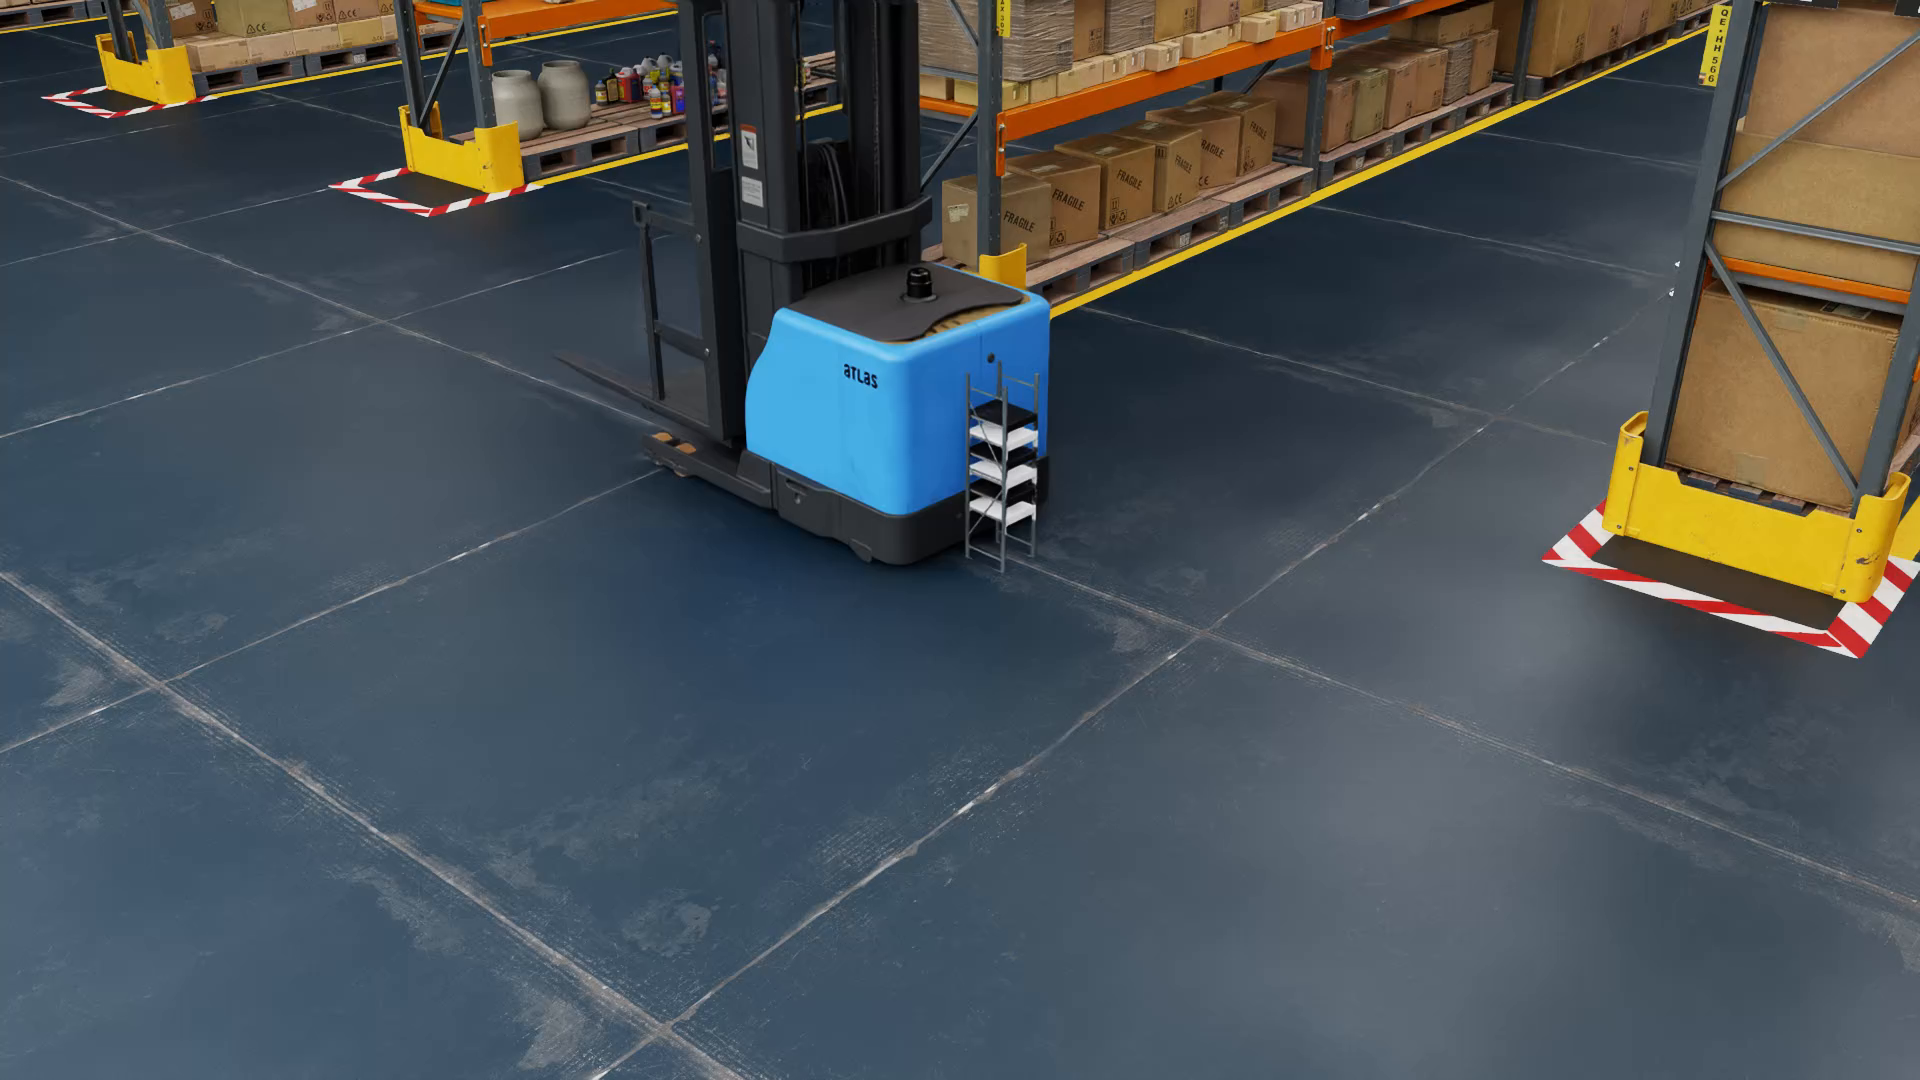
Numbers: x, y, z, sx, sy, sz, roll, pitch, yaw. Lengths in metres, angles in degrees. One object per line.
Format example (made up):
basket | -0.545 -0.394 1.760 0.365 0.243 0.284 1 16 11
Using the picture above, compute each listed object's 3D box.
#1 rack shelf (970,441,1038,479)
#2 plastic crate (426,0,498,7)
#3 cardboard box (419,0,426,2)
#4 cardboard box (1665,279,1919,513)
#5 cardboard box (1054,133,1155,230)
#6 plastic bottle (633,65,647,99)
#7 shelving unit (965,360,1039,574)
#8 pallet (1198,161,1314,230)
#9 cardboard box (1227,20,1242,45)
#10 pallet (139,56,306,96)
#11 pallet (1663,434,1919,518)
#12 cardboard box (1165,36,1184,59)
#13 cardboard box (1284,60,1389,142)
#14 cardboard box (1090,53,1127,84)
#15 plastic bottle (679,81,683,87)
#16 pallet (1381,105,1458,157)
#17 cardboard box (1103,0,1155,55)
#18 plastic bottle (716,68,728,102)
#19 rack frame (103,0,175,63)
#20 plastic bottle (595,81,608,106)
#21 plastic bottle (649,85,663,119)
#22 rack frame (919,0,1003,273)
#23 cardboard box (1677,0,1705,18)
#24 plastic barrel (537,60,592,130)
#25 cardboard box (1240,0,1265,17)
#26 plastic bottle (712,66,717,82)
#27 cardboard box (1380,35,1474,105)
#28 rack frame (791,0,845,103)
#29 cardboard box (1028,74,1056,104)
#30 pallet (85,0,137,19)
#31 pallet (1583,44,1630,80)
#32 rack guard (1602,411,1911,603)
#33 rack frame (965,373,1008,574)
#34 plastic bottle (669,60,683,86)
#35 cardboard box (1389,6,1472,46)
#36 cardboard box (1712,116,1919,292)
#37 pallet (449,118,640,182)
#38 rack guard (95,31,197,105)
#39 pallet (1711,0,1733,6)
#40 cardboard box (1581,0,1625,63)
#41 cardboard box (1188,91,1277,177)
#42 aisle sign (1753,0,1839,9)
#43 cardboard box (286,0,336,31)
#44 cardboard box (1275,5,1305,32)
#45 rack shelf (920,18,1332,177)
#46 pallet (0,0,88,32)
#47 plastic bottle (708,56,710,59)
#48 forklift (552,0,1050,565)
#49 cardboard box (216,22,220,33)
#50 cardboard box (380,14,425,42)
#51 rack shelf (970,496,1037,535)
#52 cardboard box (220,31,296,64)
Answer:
rack shelf | 0.183 -0.369 7.361 0.258 0.077 0.200 24 36 38
plastic crate | -3.911 -4.417 13.186 0.499 0.251 0.616 21 34 34
cardboard box | -5.728 -5.982 17.768 0.500 0.500 0.500 21 34 34
cardboard box | 3.966 -0.788 7.864 0.875 0.875 0.875 21 34 35
cardboard box | 1.000 -2.502 11.586 0.500 0.500 0.500 25 36 39
plastic bottle | -2.899 -4.114 14.923 0.152 0.276 0.135 20 33 33
shelving unit | 0.183 -0.319 7.387 0.258 0.900 0.210 24 36 38
pallet | 1.967 -2.702 12.744 1.003 0.211 1.213 21 34 34
cardboard box | 1.752 -3.587 11.693 0.380 0.149 0.250 21 34 34
pallet | -7.365 -4.712 16.629 1.003 0.211 1.213 21 34 34
pallet | 4.034 -0.353 8.203 1.003 0.211 1.213 21 34 34
cardboard box | 1.274 -3.322 11.180 0.380 0.149 0.250 21 34 34
cardboard box | 3.092 -3.649 13.781 0.700 0.500 0.500 21 34 34
cardboard box | 0.840 -3.039 10.634 0.380 0.149 0.250 21 34 34
plastic bottle | -2.387 -3.875 14.467 0.097 0.271 0.097 0 27 0
pallet | 3.637 -3.662 14.598 1.003 0.211 1.213 21 34 34
cardboard box | 0.771 -3.511 10.841 0.875 0.500 0.500 21 34 34
plastic bottle | -2.076 -4.071 14.840 0.152 0.276 0.135 21 34 35
rack frame | -7.819 -5.667 15.441 1.000 3.000 0.127 21 34 34
plastic bottle | -3.169 -3.950 14.688 0.097 0.201 0.097 0 27 0
plastic bottle | -2.605 -3.754 14.232 0.097 0.271 0.097 0 27 0
rack frame | -0.177 -2.771 9.842 1.000 3.000 0.127 21 34 34
cardboard box | 7.937 -6.479 18.865 0.875 0.875 0.875 21 34 34
plastic barrel | -3.320 -3.733 13.953 0.421 0.512 0.421 0 27 0
cardboard box | 1.688 -4.057 11.896 0.875 0.500 0.500 21 34 34
plastic bottle | -2.158 -4.105 14.898 0.061 0.283 0.133 21 34 34
cardboard box | 4.158 -4.249 14.940 0.700 0.500 0.500 18 32 30
rack frame | -1.455 -5.637 15.381 1.000 3.000 0.127 21 34 34
cardboard box | 0.362 -2.774 10.121 0.380 0.149 0.250 21 34 34
pallet | -10.275 -6.611 20.299 1.003 0.211 1.213 21 34 34
pallet | 6.247 -5.057 17.295 1.003 0.211 1.213 21 34 34
rack guard | 3.571 -0.167 7.528 1.175 0.500 0.348 21 34 34
rack frame | 0.113 -0.285 7.322 0.240 0.900 0.006 24 36 38
plastic bottle | -2.548 -4.205 15.100 0.152 0.276 0.135 21 34 34
cardboard box | 4.179 -4.588 14.780 0.500 0.250 0.500 -24 36 -38
cardboard box | 3.787 -1.497 7.216 0.875 0.550 0.550 21 34 34
pallet | -3.466 -3.307 13.913 1.003 0.211 1.213 21 34 34
rack guard | -7.834 -4.549 15.999 1.175 0.500 0.348 21 34 34
pallet | 8.776 -6.468 20.024 1.003 0.211 1.213 21 34 34
cardboard box | 5.939 -5.403 16.784 1.225 0.875 0.875 21 34 35
cardboard box | 2.082 -3.135 12.809 0.500 0.500 0.500 20 33 33
aisle sign | 3.309 -2.503 6.494 0.394 0.787 0.004 21 34 34
cardboard box | -6.681 -5.450 16.739 0.500 0.500 0.500 21 34 34
cardboard box | 2.291 -3.830 12.162 0.380 0.149 0.250 21 34 34
rack shelf | 1.095 -3.161 11.378 1.077 0.370 4.000 21 34 34
pallet | -11.051 -6.180 19.466 1.003 0.211 1.213 21 34 34
plastic bottle | -2.408 -4.424 15.441 0.144 0.351 0.185 19 33 32
forklift | -0.972 -1.768 7.978 3.031 2.935 1.130 25 36 39
cardboard box | -7.397 -5.090 16.860 0.500 0.250 0.500 21 34 34
cardboard box | -6.033 -5.467 17.588 0.500 0.250 0.500 21 34 34
rack shelf | 0.183 -0.130 7.485 0.258 0.077 0.200 24 36 38
cardboard box | -6.991 -4.936 16.563 0.500 0.250 0.500 21 34 34
